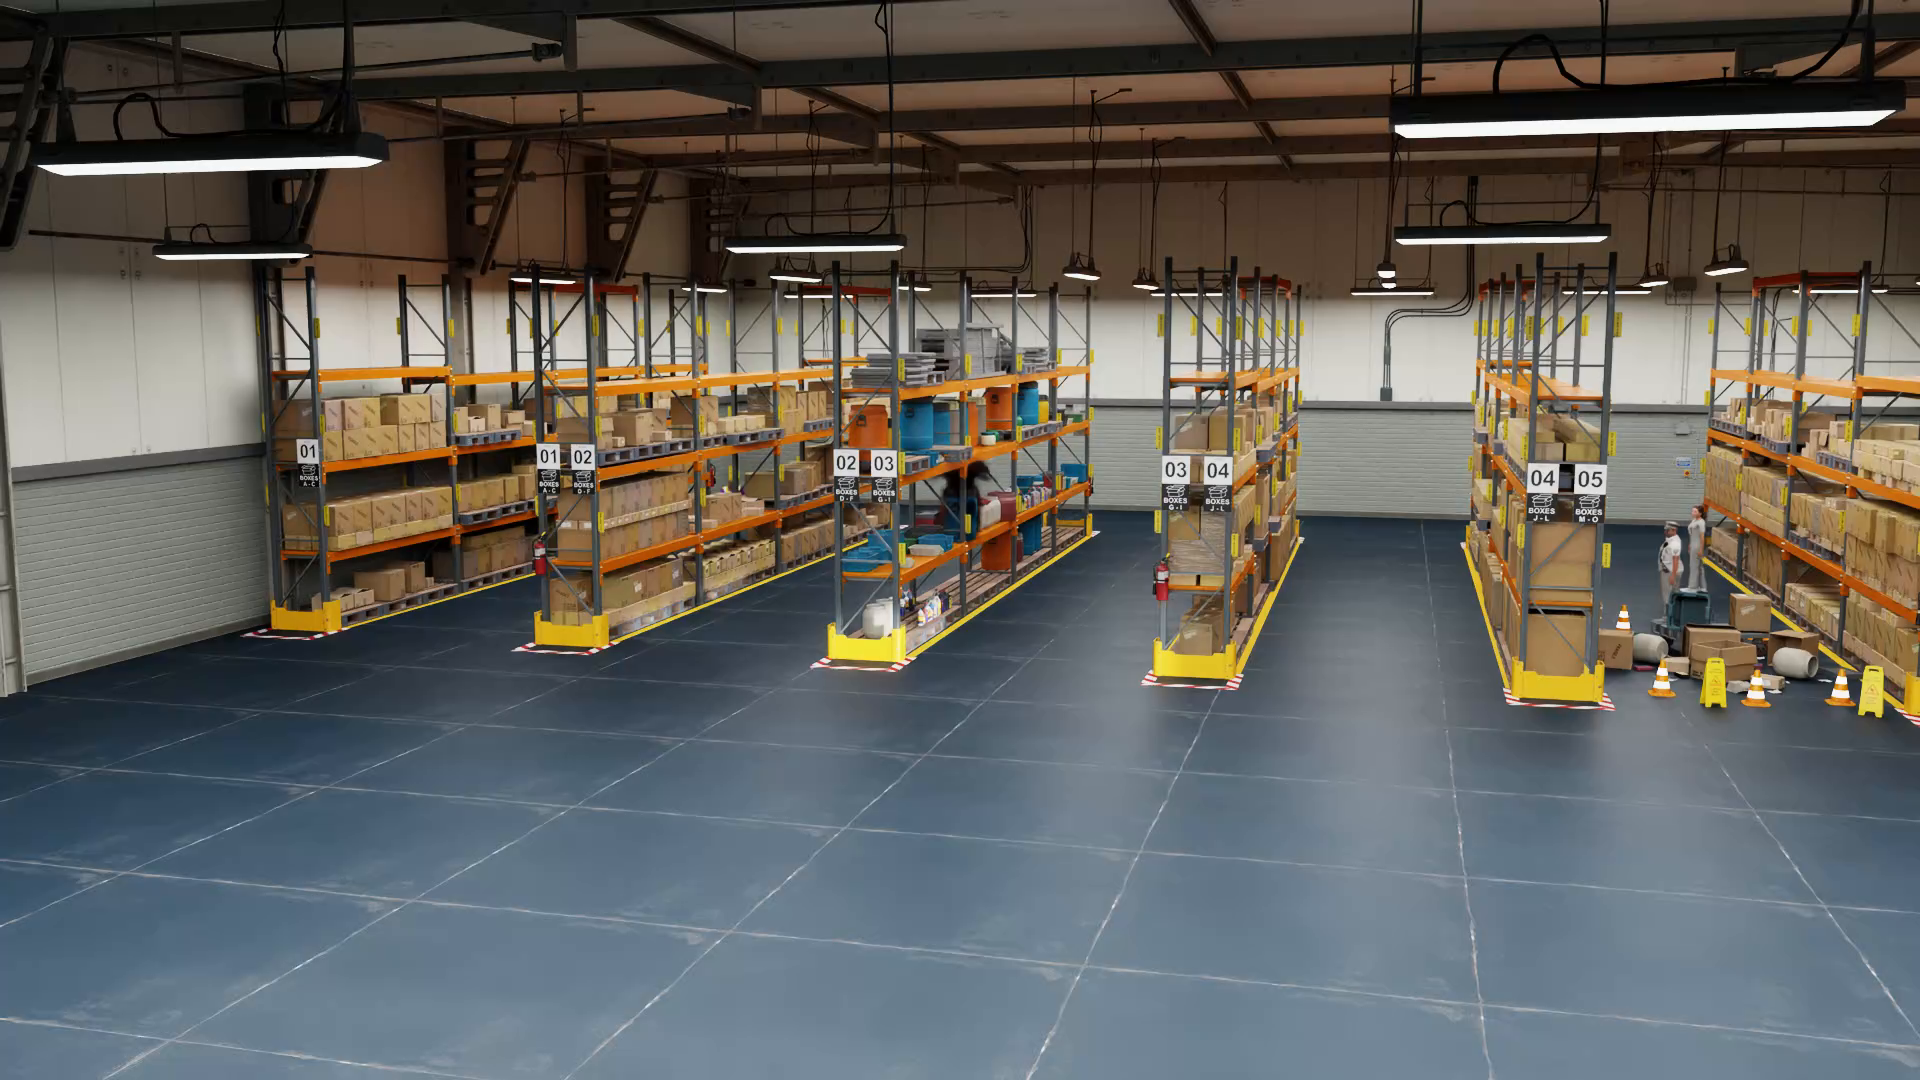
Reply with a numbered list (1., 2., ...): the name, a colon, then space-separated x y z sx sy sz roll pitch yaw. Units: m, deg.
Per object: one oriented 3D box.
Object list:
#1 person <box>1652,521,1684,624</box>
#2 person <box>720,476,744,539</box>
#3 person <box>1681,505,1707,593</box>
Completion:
1. person: 12.095 0.559 28.288 0.434 1.760 0.558 6 9 40
2. person: -5.197 -0.624 37.659 0.520 1.721 1.042 2 8 15
3. person: 14.042 0.162 31.709 0.441 1.673 0.464 4 8 27
